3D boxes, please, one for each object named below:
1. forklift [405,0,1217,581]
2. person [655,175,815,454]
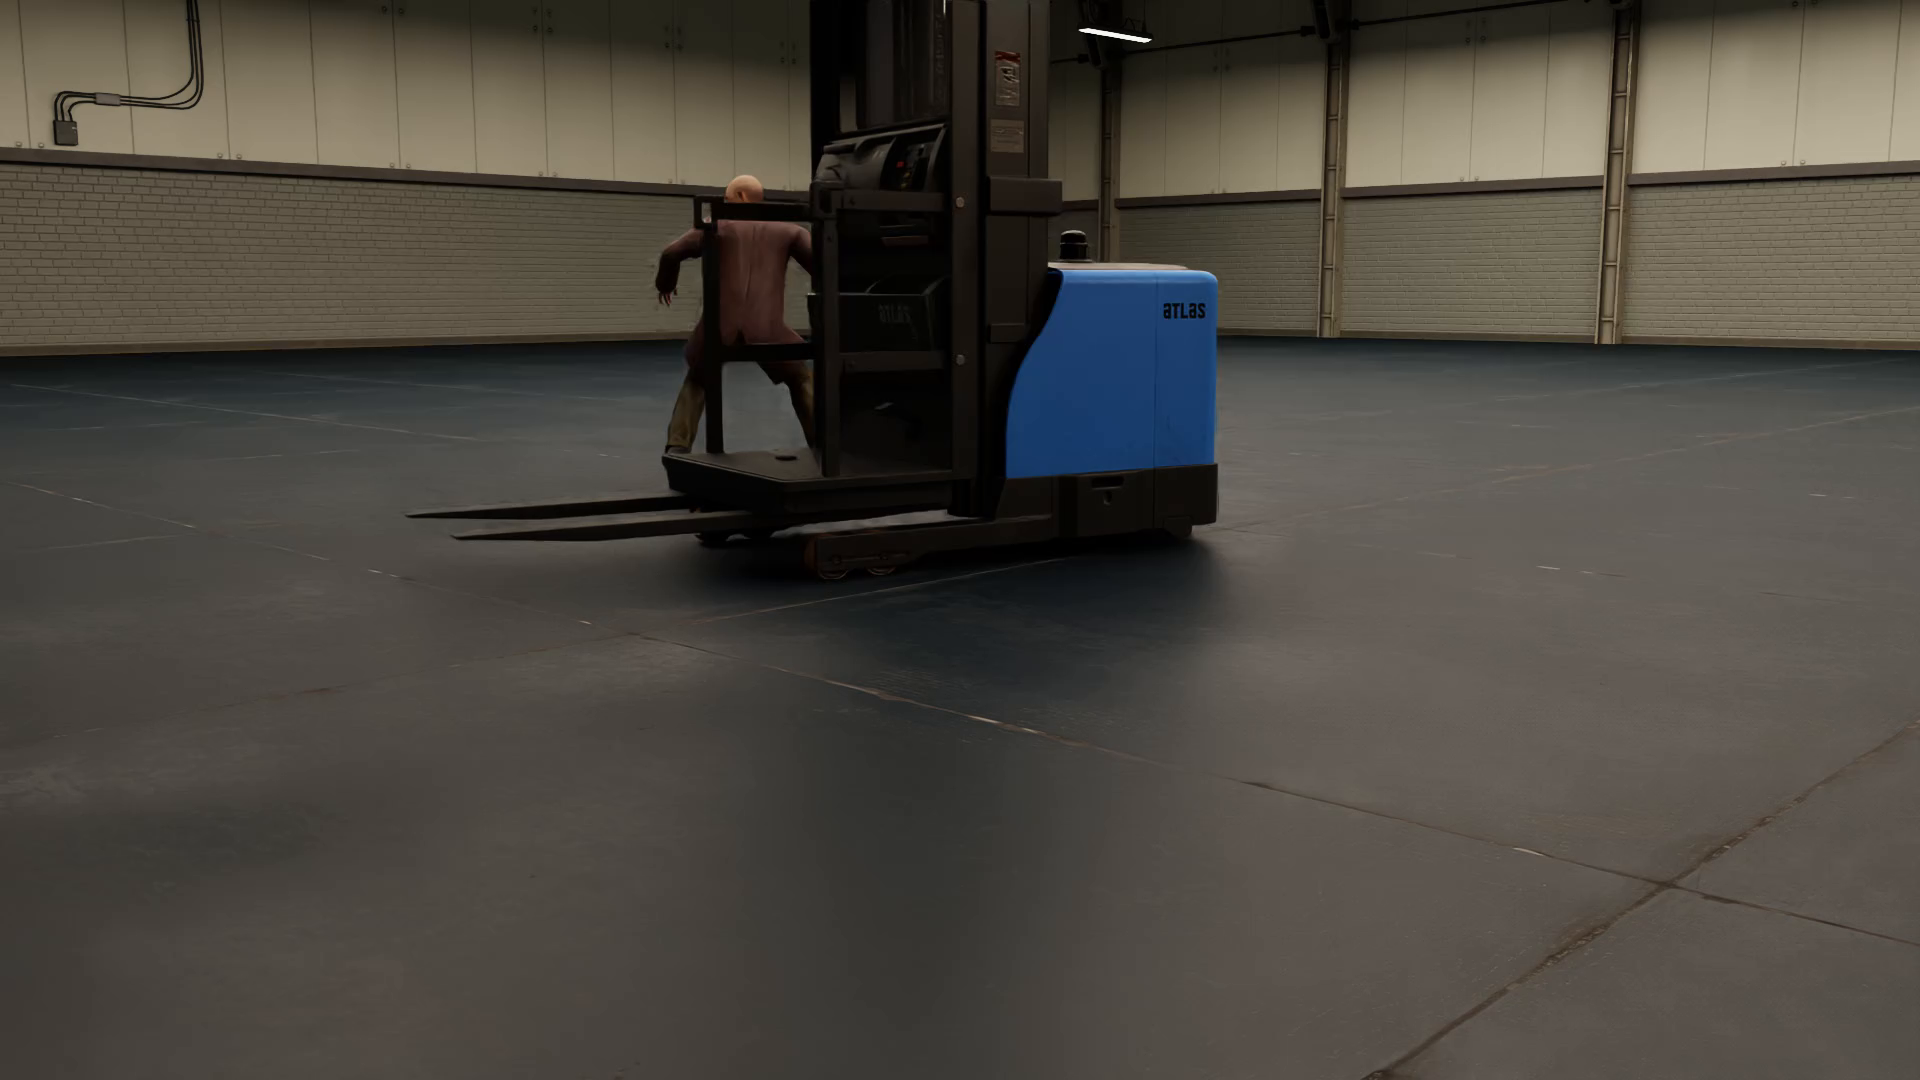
[{"bbox_3d":[-0.485,-1.397,6.149,3.031,2.935,1.130,-5,10,-32],"label":"forklift"},{"bbox_3d":[-1.085,-1.091,8.962,1.118,1.731,0.614,-1,9,-4],"label":"person"}]
